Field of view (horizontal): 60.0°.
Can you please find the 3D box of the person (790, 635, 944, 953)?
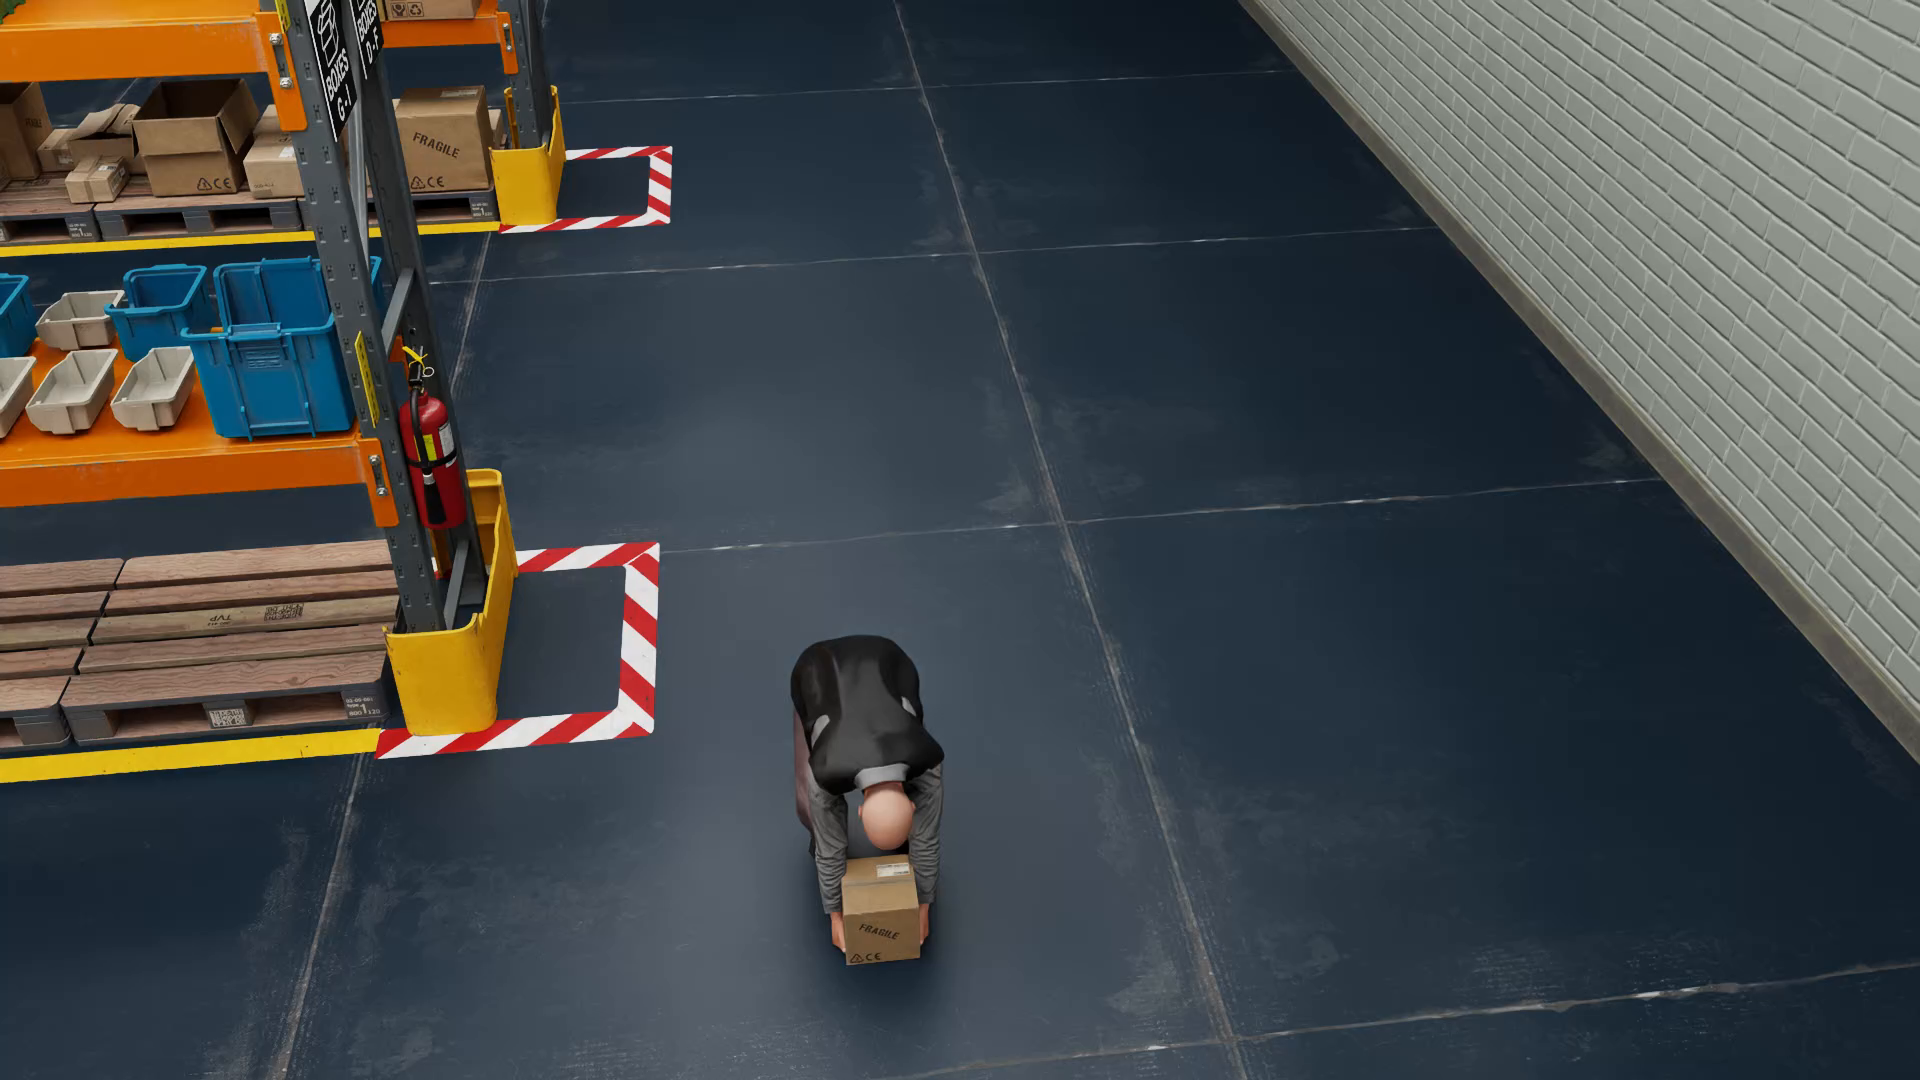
[{"bbox_3d":[-0.316,0.843,5.743,0.514,0.848,0.953,-5,35,-8],"label":"person"}]
